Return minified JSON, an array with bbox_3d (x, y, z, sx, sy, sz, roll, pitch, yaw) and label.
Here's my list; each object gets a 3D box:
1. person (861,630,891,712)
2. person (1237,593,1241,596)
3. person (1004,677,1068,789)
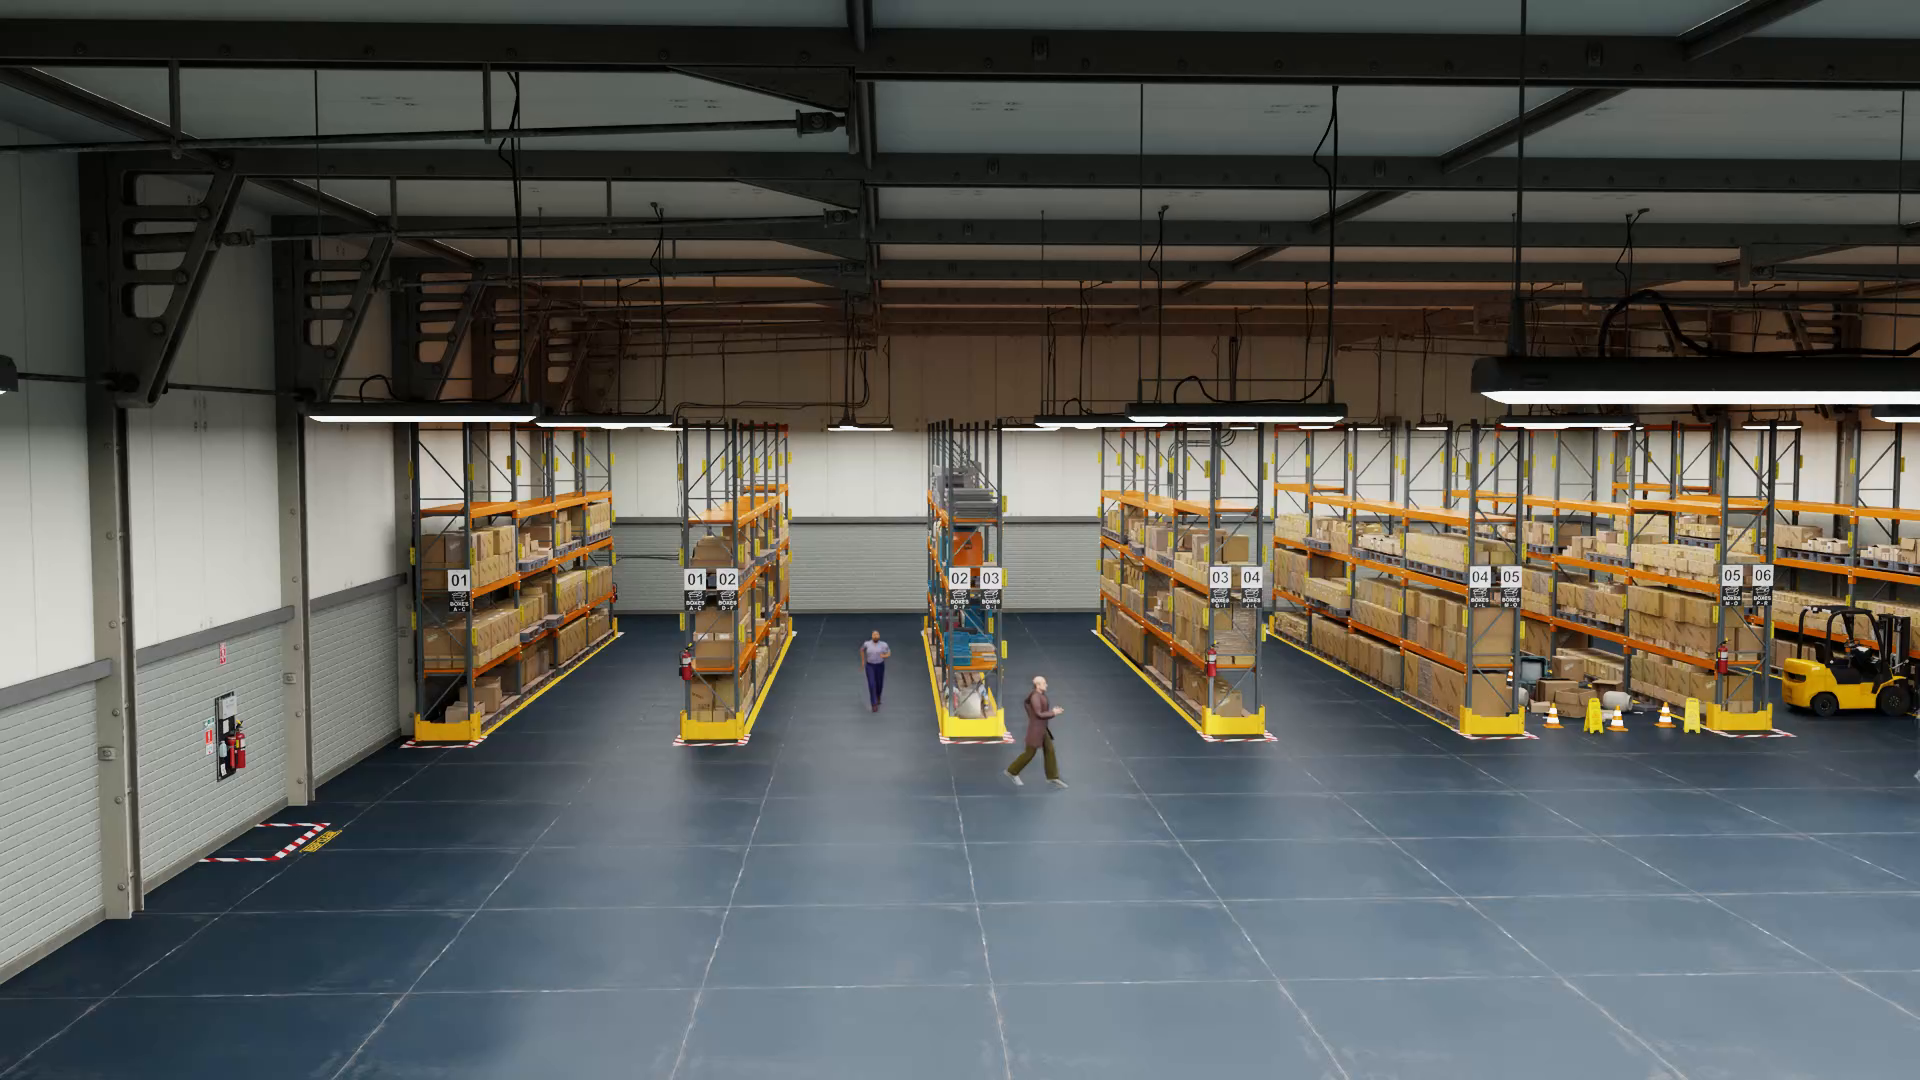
[{"bbox_3d":[-1.745,2.682,34.452,0.599,1.629,0.937,-1,4,-8],"label":"person"},{"bbox_3d":[8.289,1.835,48.850,0.474,1.543,0.561,-1,4,-13],"label":"person"},{"bbox_3d":[1.222,3.089,26.754,1.033,1.797,0.690,1,4,14],"label":"person"}]
